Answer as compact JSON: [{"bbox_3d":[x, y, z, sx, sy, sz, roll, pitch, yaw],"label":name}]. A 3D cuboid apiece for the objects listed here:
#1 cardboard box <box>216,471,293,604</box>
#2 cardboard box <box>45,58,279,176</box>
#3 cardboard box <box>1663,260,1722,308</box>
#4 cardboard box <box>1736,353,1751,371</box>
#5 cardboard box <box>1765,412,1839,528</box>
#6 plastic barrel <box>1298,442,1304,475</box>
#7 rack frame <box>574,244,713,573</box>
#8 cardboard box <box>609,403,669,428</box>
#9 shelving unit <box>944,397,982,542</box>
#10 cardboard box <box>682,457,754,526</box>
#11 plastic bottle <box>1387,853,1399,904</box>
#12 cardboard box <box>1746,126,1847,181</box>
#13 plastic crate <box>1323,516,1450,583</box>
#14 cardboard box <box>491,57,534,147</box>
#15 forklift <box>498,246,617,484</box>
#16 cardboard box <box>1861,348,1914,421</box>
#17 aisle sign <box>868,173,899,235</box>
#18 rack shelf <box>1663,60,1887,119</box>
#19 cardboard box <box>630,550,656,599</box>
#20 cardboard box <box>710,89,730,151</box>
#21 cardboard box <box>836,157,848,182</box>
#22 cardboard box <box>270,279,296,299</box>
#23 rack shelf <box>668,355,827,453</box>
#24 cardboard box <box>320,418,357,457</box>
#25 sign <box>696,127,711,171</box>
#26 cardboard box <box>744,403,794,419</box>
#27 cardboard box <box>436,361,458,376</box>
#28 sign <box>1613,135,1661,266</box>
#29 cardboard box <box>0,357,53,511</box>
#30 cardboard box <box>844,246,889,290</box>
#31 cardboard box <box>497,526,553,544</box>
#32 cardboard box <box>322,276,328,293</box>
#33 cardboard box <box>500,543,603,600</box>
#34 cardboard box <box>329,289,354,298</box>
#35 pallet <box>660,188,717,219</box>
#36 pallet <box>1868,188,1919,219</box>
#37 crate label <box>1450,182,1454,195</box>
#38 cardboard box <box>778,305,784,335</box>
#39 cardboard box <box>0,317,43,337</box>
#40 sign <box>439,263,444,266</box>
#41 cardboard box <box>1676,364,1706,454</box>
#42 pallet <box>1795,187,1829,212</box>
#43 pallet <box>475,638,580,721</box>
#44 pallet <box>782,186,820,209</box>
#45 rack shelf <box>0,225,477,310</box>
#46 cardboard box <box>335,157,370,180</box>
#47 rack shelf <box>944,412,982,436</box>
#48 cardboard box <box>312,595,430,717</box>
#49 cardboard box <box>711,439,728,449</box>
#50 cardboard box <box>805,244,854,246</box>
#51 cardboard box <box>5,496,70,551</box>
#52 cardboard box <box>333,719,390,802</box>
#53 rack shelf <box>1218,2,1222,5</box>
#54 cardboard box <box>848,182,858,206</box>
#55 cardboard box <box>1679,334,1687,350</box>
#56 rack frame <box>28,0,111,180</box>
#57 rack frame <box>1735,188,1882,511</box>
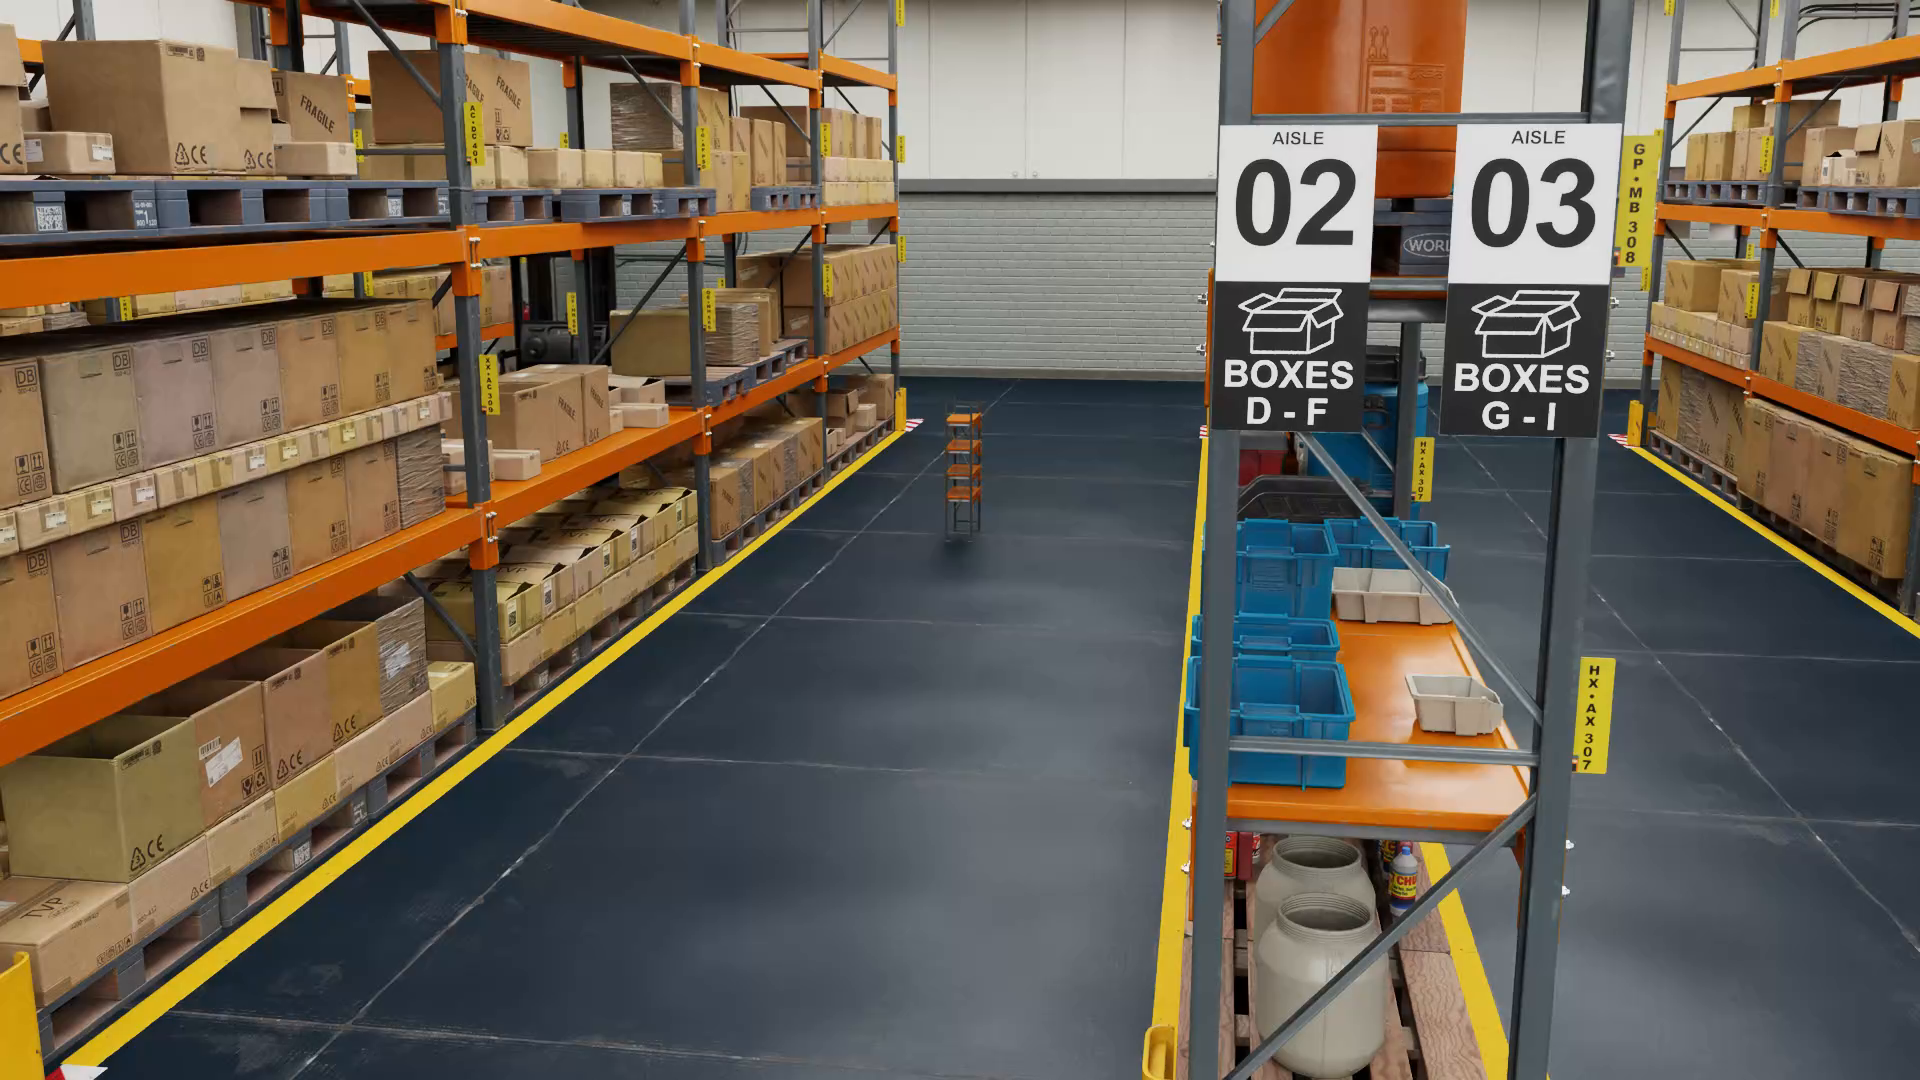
[{"bbox_3d":[-3.406,-0.036,7.305,0.700,0.500,0.500,2,12,10],"label":"cardboard box"},{"bbox_3d":[-3.488,-1.853,7.277,0.797,0.503,0.637,3,13,15],"label":"cardboard box"},{"bbox_3d":[8.105,-2.821,18.332,0.500,0.500,0.500,2,12,7],"label":"cardboard box"},{"bbox_3d":[7.631,-1.696,15.839,0.380,0.149,0.250,2,12,9],"label":"cardboard box"},{"bbox_3d":[7.692,-0.591,14.164,1.225,0.875,0.875,1,12,7],"label":"cardboard box"},{"bbox_3d":[2.138,-0.443,9.756,0.301,0.262,0.301,0,12,0],"label":"plastic barrel"},{"bbox_3d":[-2.495,-1.234,13.098,1.000,3.000,0.127,2,12,9],"label":"rack frame"},{"bbox_3d":[-2.361,-0.915,12.214,0.380,0.149,0.250,2,12,9],"label":"cardboard box"},{"bbox_3d":[0.025,-0.621,14.527,0.258,1.200,0.503,2,12,9],"label":"shelving unit"},{"bbox_3d":[-2.068,-0.422,14.218,0.500,0.500,0.500,1,12,7],"label":"cardboard box"},{"bbox_3d":[1.771,1.357,6.675,0.097,0.201,0.097,0,12,0],"label":"plastic bottle"},{"bbox_3d":[7.969,-3.679,15.852,0.700,0.500,0.500,1,12,5],"label":"cardboard box"},{"bbox_3d":[1.881,0.072,7.392,0.499,0.251,0.616,2,12,9],"label":"plastic crate"},{"bbox_3d":[-2.912,-2.612,9.954,0.500,0.500,0.500,3,13,14],"label":"cardboard box"},{"bbox_3d":[-4.183,-2.092,17.241,1.130,2.935,3.031,2,12,8],"label":"forklift"},{"bbox_3d":[7.206,-1.175,12.589,0.500,0.500,0.500,2,12,8],"label":"cardboard box"},{"bbox_3d":[-0.952,-4.174,20.572,0.394,0.787,0.004,2,12,9],"label":"aisle sign"},{"bbox_3d":[8.215,-4.546,16.887,1.077,0.370,4.000,2,12,9],"label":"rack shelf"},{"bbox_3d":[-2.491,0.235,11.815,0.500,0.250,0.500,2,12,10],"label":"cardboard box"},{"bbox_3d":[-2.265,-3.541,14.072,0.500,0.500,0.500,2,12,9],"label":"cardboard box"},{"bbox_3d":[-1.485,-3.901,17.525,0.500,0.250,0.500,2,12,9],"label":"cardboard box"},{"bbox_3d":[-6.761,-2.479,16.105,0.500,0.250,0.500,2,12,10],"label":"cardboard box"},{"bbox_3d":[-2.188,-1.298,15.106,1.077,0.370,4.000,2,12,9],"label":"rack shelf"},{"bbox_3d":[-3.099,-0.492,7.878,0.380,0.149,0.250,2,12,8],"label":"cardboard box"},{"bbox_3d":[-1.948,-2.972,12.628,0.100,0.325,0.005,2,12,9],"label":"sign"},{"bbox_3d":[-2.073,-1.187,17.772,0.500,0.500,0.500,2,12,9],"label":"cardboard box"},{"bbox_3d":[-6.425,-2.137,20.688,0.380,0.149,0.250,2,12,9],"label":"cardboard box"},{"bbox_3d":[1.711,-0.859,4.219,0.100,0.325,0.005,2,12,9],"label":"sign"},{"bbox_3d":[-3.633,-0.359,5.724,0.700,0.500,0.500,2,12,9],"label":"cardboard box"},{"bbox_3d":[-1.139,-3.230,19.750,0.500,0.500,0.500,2,12,10],"label":"cardboard box"},{"bbox_3d":[-3.098,0.053,11.325,0.500,0.311,0.500,2,12,8],"label":"cardboard box"},{"bbox_3d":[-6.683,-2.585,16.598,0.500,0.250,0.500,2,12,10],"label":"cardboard box"},{"bbox_3d":[-2.640,0.174,10.765,0.500,0.311,0.500,1,12,7],"label":"cardboard box"},{"bbox_3d":[-6.597,-2.326,17.175,0.500,0.500,0.500,2,12,8],"label":"cardboard box"},{"bbox_3d":[-2.511,-2.464,12.133,1.213,0.211,1.003,2,12,11],"label":"pallet"},{"bbox_3d":[7.339,-2.422,11.939,1.213,0.211,1.003,2,12,11],"label":"pallet"},{"bbox_3d":[1.782,-1.180,6.080,0.502,0.251,0.408,2,12,9],"label":"crate label"},{"bbox_3d":[-2.057,-2.228,17.473,0.500,0.500,0.500,2,12,10],"label":"cardboard box"},{"bbox_3d":[-7.512,-1.442,12.783,0.700,0.500,0.500,1,12,3],"label":"cardboard box"},{"bbox_3d":[-6.708,-3.540,21.556,0.100,0.325,0.005,2,12,9],"label":"sign"},{"bbox_3d":[8.364,-1.419,18.003,0.875,0.875,0.875,2,12,9],"label":"cardboard box"},{"bbox_3d":[7.815,-2.925,14.280,0.805,0.209,1.217,1,12,6],"label":"pallet"},{"bbox_3d":[-3.036,0.807,10.246,1.003,0.211,1.213,2,12,9],"label":"pallet"},{"bbox_3d":[-2.050,-3.307,16.046,1.213,0.211,1.003,2,12,9],"label":"pallet"},{"bbox_3d":[-3.418,-1.099,7.062,1.077,0.370,4.000,2,12,9],"label":"rack shelf"},{"bbox_3d":[-6.409,-4.009,17.976,0.500,0.250,0.500,2,12,8],"label":"cardboard box"},{"bbox_3d":[0.025,-1.005,14.444,0.258,0.148,0.480,2,12,9],"label":"rack shelf"},{"bbox_3d":[-3.054,0.579,8.439,0.500,0.500,0.500,2,12,9],"label":"cardboard box"},{"bbox_3d":[-2.429,-0.646,15.261,0.500,0.500,0.500,1,12,7],"label":"cardboard box"},{"bbox_3d":[-1.594,-3.353,20.321,0.500,0.500,0.500,2,12,10],"label":"cardboard box"},{"bbox_3d":[-3.415,-0.064,5.894,0.380,0.149,0.250,2,12,7],"label":"cardboard box"},{"bbox_3d":[-3.115,1.050,8.032,0.500,0.250,0.500,2,12,9],"label":"cardboard box"},{"bbox_3d":[2.091,-3.042,9.904,1.077,0.370,4.000,2,12,9],"label":"rack shelf"},{"bbox_3d":[-1.402,-3.761,18.059,0.500,0.250,0.500,2,12,9],"label":"cardboard box"},{"bbox_3d":[7.947,-2.124,17.823,0.380,0.149,0.250,2,12,8],"label":"cardboard box"},{"bbox_3d":[-7.391,-4.326,13.207,1.000,3.000,0.127,2,12,9],"label":"rack frame"},{"bbox_3d":[7.908,-1.745,15.469,1.000,3.000,0.127,2,12,9],"label":"rack frame"}]
